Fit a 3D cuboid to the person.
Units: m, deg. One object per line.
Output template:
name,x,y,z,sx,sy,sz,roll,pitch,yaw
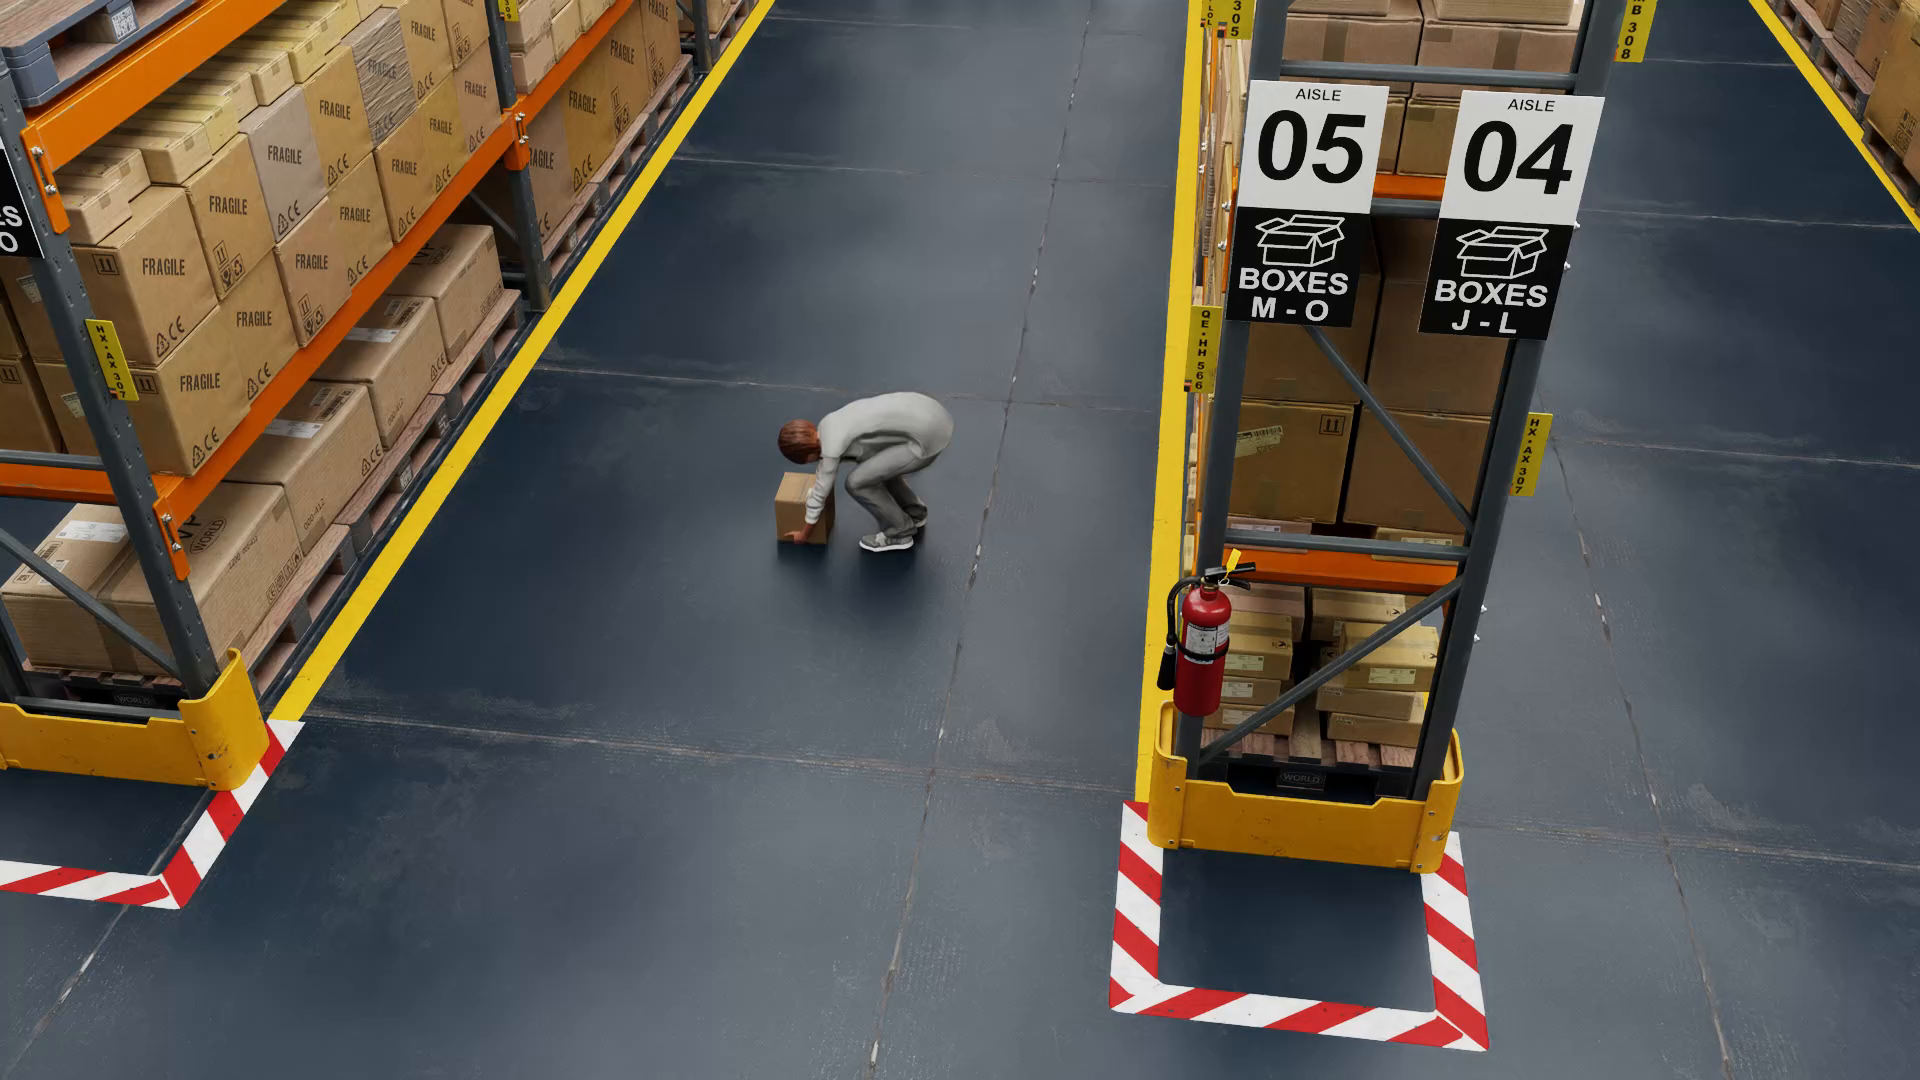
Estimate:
person,-0.459,-0.332,8.196,0.861,0.776,0.424,3,37,4
